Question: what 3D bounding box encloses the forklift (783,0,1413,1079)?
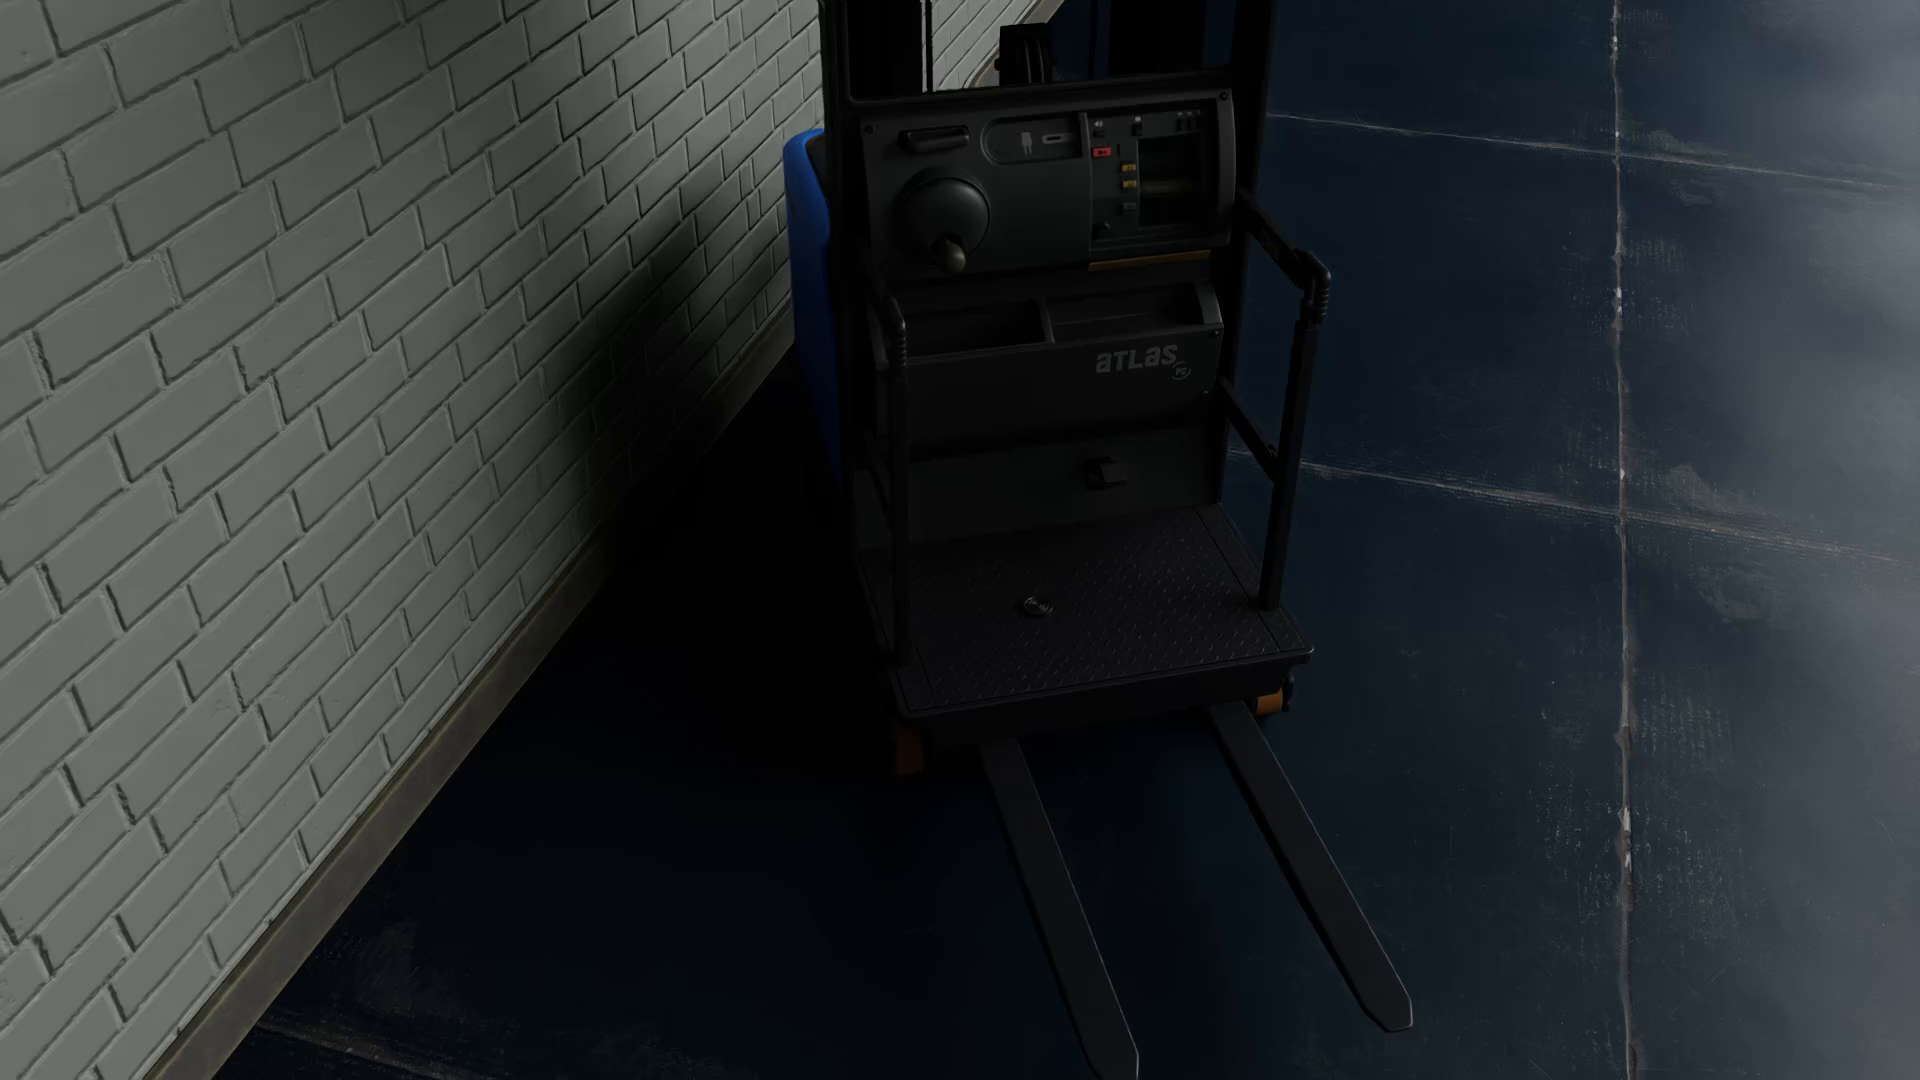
[{"bbox_3d":[0.275,-0.807,3.873,1.130,2.935,3.031,-8,37,-11],"label":"forklift"}]
